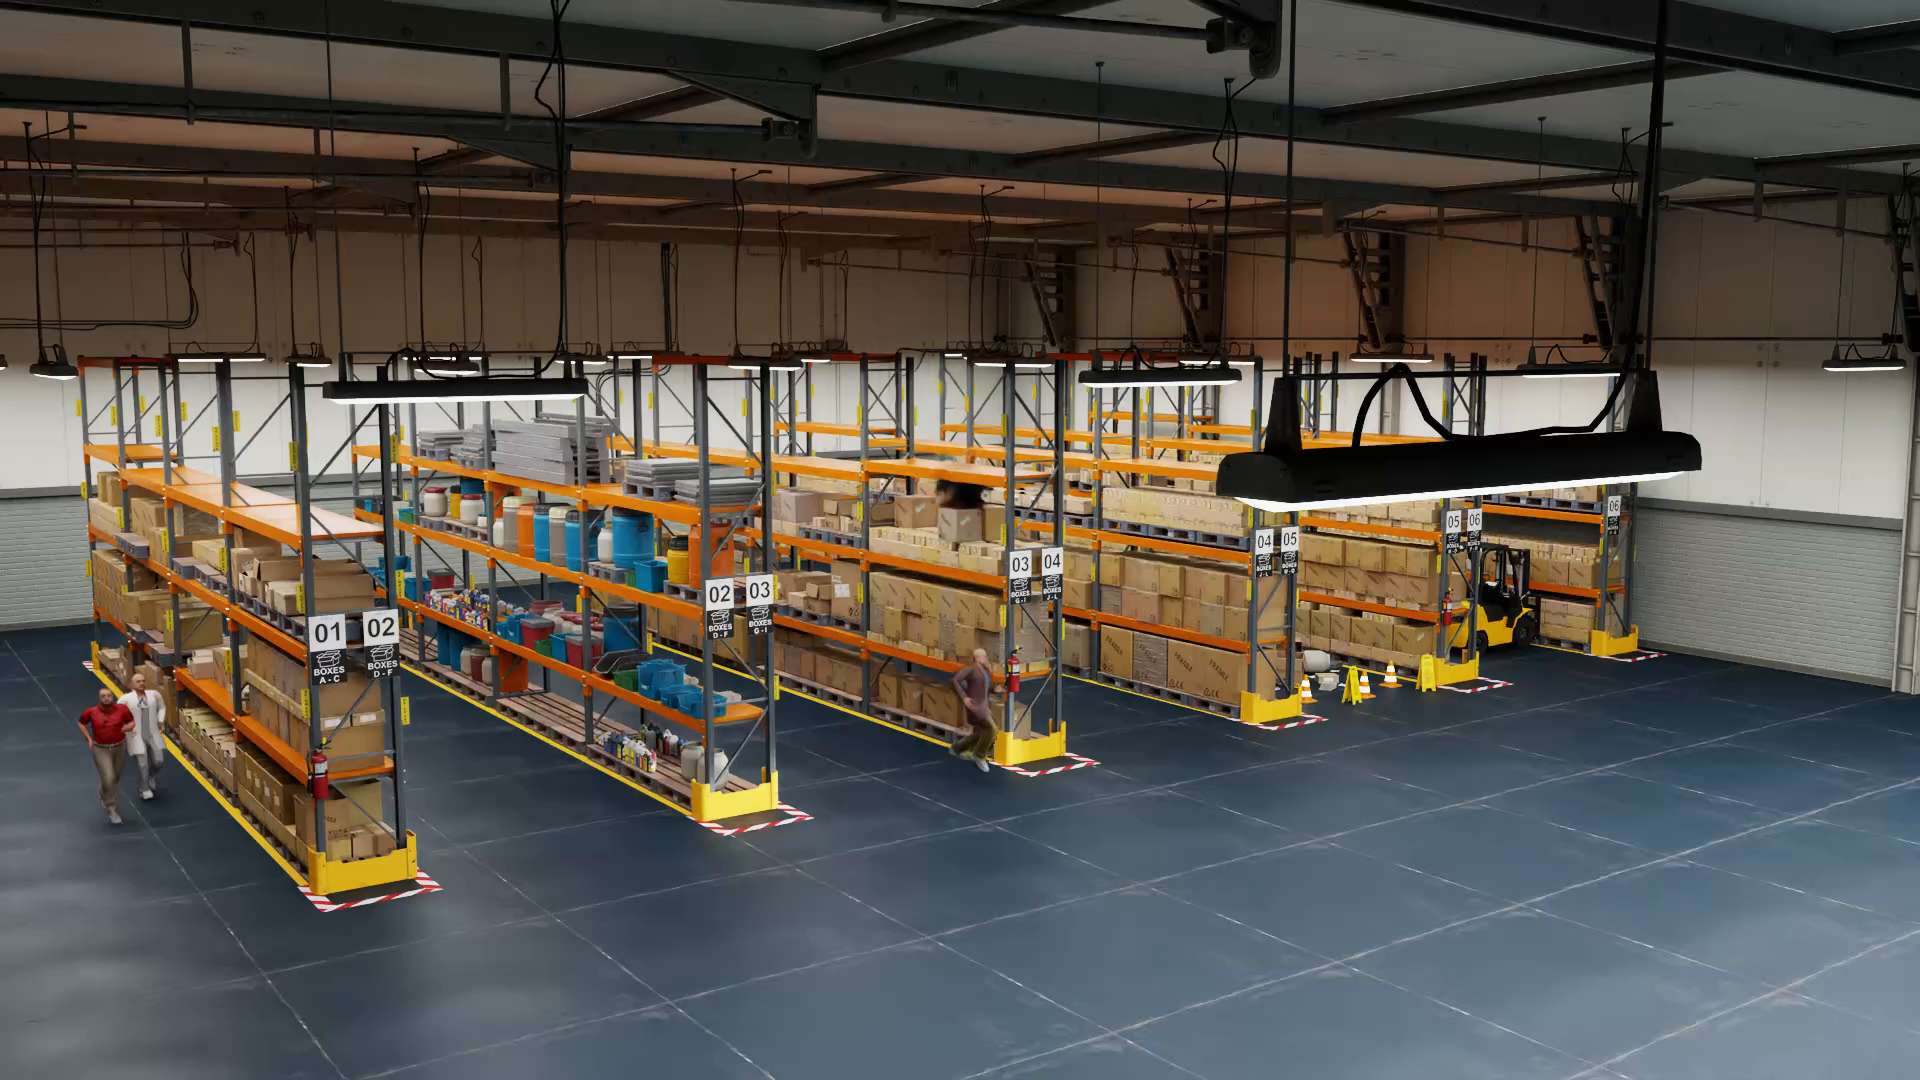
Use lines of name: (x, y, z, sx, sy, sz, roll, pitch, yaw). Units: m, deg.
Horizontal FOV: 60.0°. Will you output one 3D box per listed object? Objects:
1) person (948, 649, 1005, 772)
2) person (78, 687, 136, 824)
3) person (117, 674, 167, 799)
person: (0.235, 2.415, 23.980, 0.843, 1.708, 0.704, 3, 8, 26)
person: (-11.253, 2.816, 22.038, 0.890, 1.775, 0.637, 7, 10, 45)
person: (-11.248, 2.698, 22.906, 0.705, 1.727, 0.661, -6, 9, -41)
